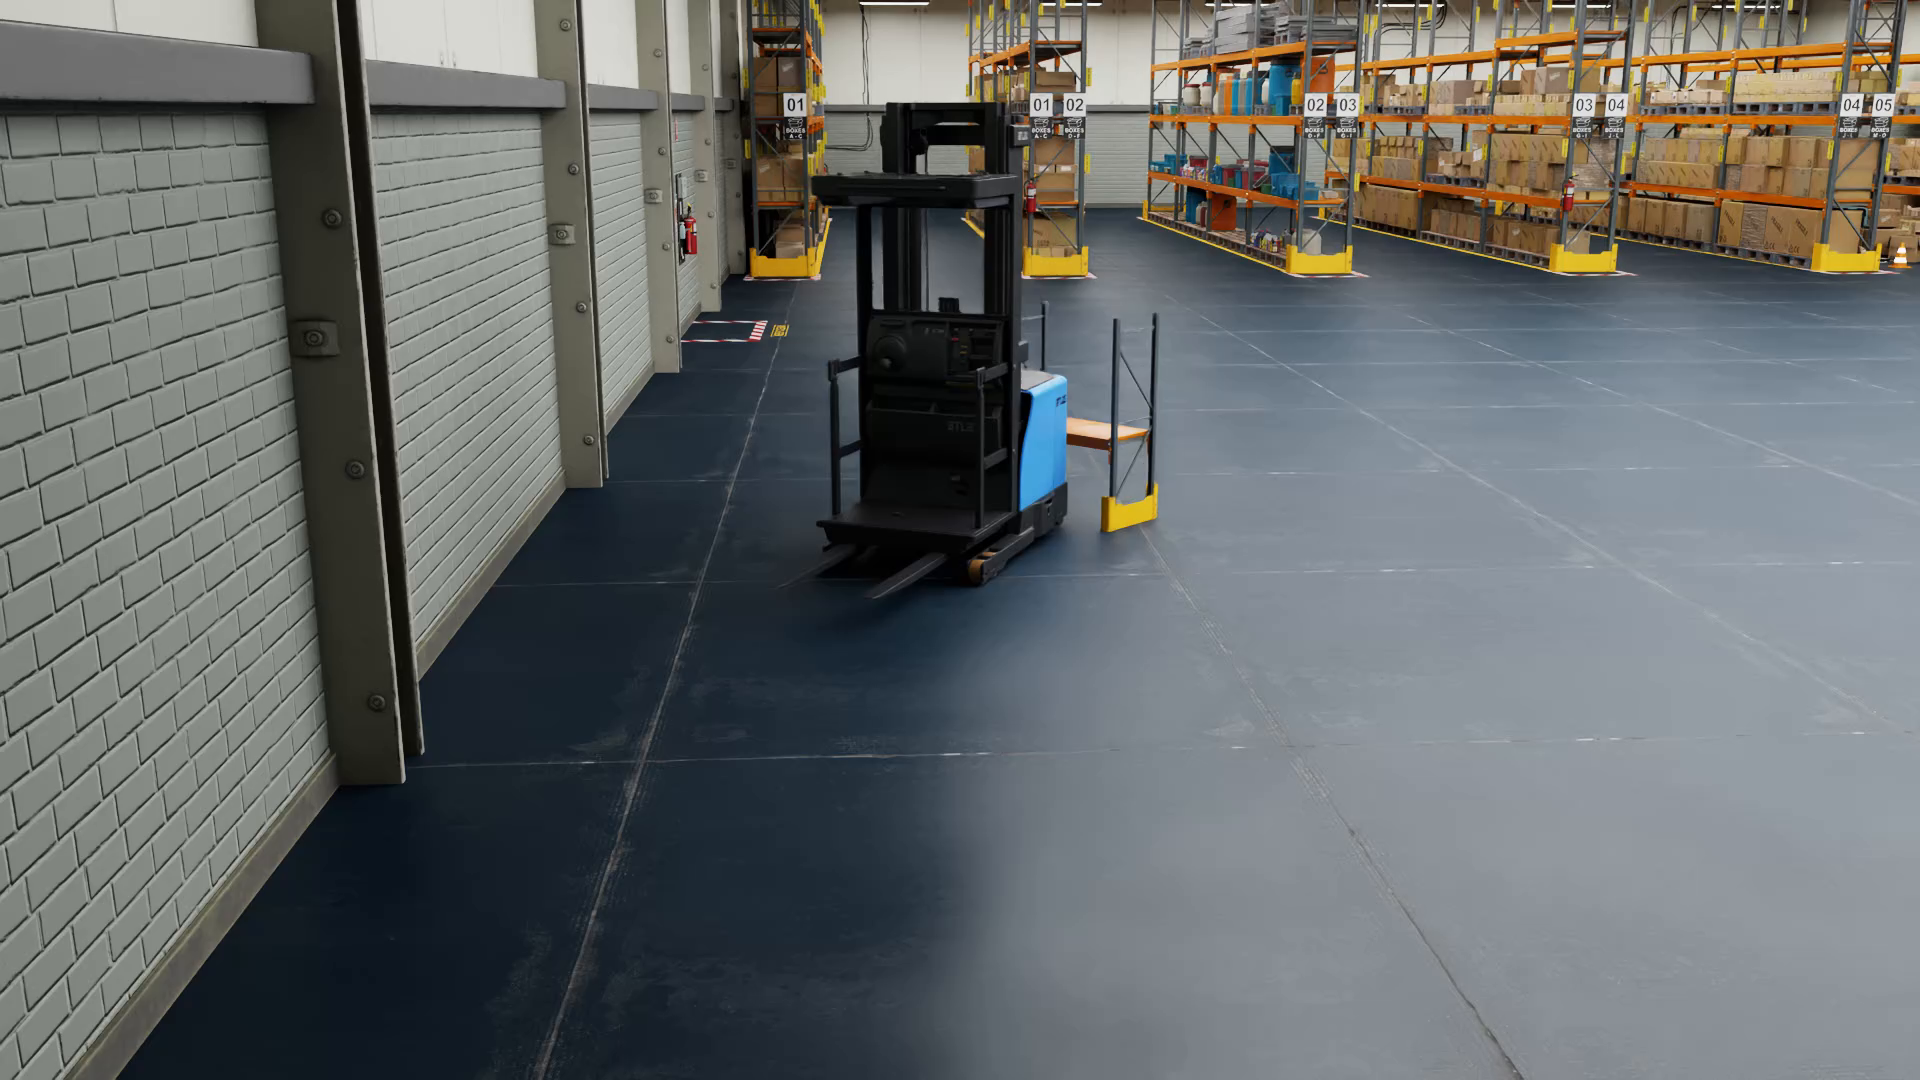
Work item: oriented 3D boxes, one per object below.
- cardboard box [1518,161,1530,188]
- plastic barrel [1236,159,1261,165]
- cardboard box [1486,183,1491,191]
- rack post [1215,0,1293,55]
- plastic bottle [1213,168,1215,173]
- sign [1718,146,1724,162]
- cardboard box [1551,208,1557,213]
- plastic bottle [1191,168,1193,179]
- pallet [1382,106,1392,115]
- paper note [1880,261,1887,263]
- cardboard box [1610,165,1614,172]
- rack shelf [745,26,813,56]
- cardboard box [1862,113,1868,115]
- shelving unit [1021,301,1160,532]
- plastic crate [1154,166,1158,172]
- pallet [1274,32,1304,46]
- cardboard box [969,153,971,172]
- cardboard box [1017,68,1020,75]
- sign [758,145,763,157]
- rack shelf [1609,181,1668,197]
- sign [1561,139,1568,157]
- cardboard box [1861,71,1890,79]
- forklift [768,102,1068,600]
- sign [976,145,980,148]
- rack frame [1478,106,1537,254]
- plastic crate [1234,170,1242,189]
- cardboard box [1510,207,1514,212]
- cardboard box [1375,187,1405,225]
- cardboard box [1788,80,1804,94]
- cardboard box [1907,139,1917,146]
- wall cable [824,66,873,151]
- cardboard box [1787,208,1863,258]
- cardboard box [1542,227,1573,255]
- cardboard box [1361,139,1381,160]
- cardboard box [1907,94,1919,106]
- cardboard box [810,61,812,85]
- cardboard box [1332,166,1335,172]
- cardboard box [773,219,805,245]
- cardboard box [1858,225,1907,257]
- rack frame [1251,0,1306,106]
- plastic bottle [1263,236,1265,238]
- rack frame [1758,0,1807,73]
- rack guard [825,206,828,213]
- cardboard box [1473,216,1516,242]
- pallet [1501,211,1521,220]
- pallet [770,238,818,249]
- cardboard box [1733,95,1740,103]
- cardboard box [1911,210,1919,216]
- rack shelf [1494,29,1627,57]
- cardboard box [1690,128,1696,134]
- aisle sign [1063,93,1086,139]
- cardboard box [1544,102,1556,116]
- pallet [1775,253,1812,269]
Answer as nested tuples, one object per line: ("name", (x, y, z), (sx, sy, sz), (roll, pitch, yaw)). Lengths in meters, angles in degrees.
("cardboard box", (11.458, -7.163, 32.547), (0.875, 0.500, 0.500), (-1, 14, -3))
("plastic barrel", (6.515, -8.329, 37.606), (0.600, 0.536, 0.708), (-1, 14, -3))
("cardboard box", (11.088, -7.276, 34.289), (0.380, 0.149, 0.250), (-1, 14, -3))
("rack post", (6.224, -10.870, 35.313), (1.013, 1.000, 3.121), (-1, 14, -3))
("plastic bottle", (6.222, -8.957, 40.578), (0.097, 0.271, 0.097), (0, 14, 0))
("sign", (15.791, -8.019, 34.508), (0.100, 0.325, 0.005), (-1, 14, -3))
("cardboard box", (15.499, -8.537, 42.968), (0.380, 0.149, 0.250), (-1, 14, -2))
("plastic bottle", (5.636, -8.868, 40.232), (0.097, 0.271, 0.097), (0, 14, 0))
("pallet", (10.985, -10.578, 40.984), (0.805, 0.209, 1.217), (-1, 15, -6))
("paper note", (18.179, -5.479, 32.765), (0.144, 0.017, 0.142), (4, 15, 16))
("cardboard box", (15.581, -8.761, 39.219), (0.380, 0.149, 0.250), (-1, 14, -4))
("rack shelf", (-3.333, -9.284, 31.002), (1.077, 0.370, 4.000), (-1, 14, -3))
("cardboard box", (20.884, -9.847, 38.027), (0.396, 0.266, 0.258), (-1, 14, -3))
("shelving unit", (0.852, -0.927, 12.117), (1.083, 1.500, 0.587), (13, 19, 41))
("plastic crate", (5.354, -9.949, 44.582), (0.250, 0.136, 0.298), (-1, 14, -3))
("pallet", (6.589, -9.491, 31.535), (1.003, 0.211, 1.213), (-1, 14, -3))
("cardboard box", (0.508, -10.222, 45.035), (0.500, 0.500, 0.500), (-1, 14, -2))
("cardboard box", (1.430, -9.546, 34.540), (0.500, 0.500, 0.500), (1, 14, 2))
("sign", (-4.010, -7.778, 33.411), (0.100, 0.325, 0.005), (-1, 14, -3))
("rack shelf", (15.960, -8.651, 40.573), (1.077, 0.370, 4.000), (-1, 14, -3))
("sign", (11.068, -7.171, 30.420), (0.100, 0.325, 0.005), (-1, 14, -3))
("cardboard box", (16.876, -8.569, 30.653), (0.380, 0.149, 0.250), (-1, 14, -3))
("forklift", (-0.242, -1.254, 10.518), (1.130, 2.935, 3.031), (6, 15, 21))
("sign", (0.451, -9.702, 41.478), (0.100, 0.325, 0.005), (-1, 14, -3))
("rack frame", (11.375, -7.456, 34.484), (1.000, 3.000, 0.127), (-1, 14, -3))
("plastic crate", (6.053, -7.641, 35.236), (0.392, 0.384, 0.575), (-1, 14, -3))
("cardboard box", (15.399, -9.115, 45.812), (0.380, 0.149, 0.250), (-1, 14, -4))
("cardboard box", (10.995, -8.239, 40.948), (1.225, 0.875, 0.875), (-1, 14, -5))
("cardboard box", (16.210, -8.655, 31.786), (0.500, 0.250, 0.500), (-1, 14, -4))
("cardboard box", (20.916, -8.669, 36.258), (0.380, 0.149, 0.250), (-2, 15, -6))
("wall cable", (-4.194, -13.024, 50.319), (3.097, 2.526, 0.112), (-1, 14, -3))
("cardboard box", (16.472, -5.854, 31.682), (0.875, 0.875, 0.875), (-1, 14, -3))
("cardboard box", (11.530, -5.757, 32.057), (0.500, 0.500, 0.500), (3, 15, 11))
("cardboard box", (10.584, -9.990, 42.533), (0.500, 0.500, 0.500), (0, 14, -2))
("cardboard box", (21.028, -9.588, 36.209), (0.500, 0.250, 0.500), (-1, 14, -3))
("cardboard box", (-3.068, -8.835, 31.578), (0.500, 0.500, 0.500), (-1, 14, -5))
("cardboard box", (10.358, -10.098, 45.256), (0.380, 0.149, 0.250), (-1, 14, -5))
("cardboard box", (-3.519, -6.412, 34.560), (0.700, 0.500, 0.500), (0, 14, -2))
("cardboard box", (18.812, -6.101, 33.956), (0.797, 0.637, 0.503), (-1, 14, -3))
("rack frame", (6.432, -10.285, 33.439), (1.000, 3.000, 0.127), (-1, 14, -3))
("plastic bottle", (6.126, -5.981, 33.345), (0.097, 0.271, 0.097), (0, 14, 0))
("rack frame", (20.770, -12.504, 42.064), (1.000, 3.000, 0.127), (-1, 14, -3))
("rack guard", (-4.201, -9.006, 45.526), (1.175, 0.500, 0.348), (-1, 14, -3))
("cardboard box", (11.358, -6.611, 35.335), (0.700, 0.500, 0.500), (-2, 15, -8))
("pallet", (15.608, -8.920, 45.770), (1.003, 0.211, 1.213), (-1, 14, -3))
("pallet", (-3.585, -6.374, 35.874), (1.003, 0.211, 1.213), (-1, 14, -3))
("cardboard box", (16.015, -8.994, 33.905), (0.380, 0.149, 0.250), (-1, 14, -4))
("cardboard box", (25.397, -8.633, 43.937), (0.380, 0.149, 0.250), (-1, 14, -5))
("rack shelf", (11.499, -9.514, 31.893), (1.077, 0.370, 4.000), (-1, 14, -3))
("cardboard box", (20.257, -11.217, 45.593), (0.380, 0.149, 0.250), (0, 14, -2))
("aisle sign", (2.045, -7.556, 29.658), (0.394, 0.787, 0.004), (-1, 14, -3))
("cardboard box", (11.306, -8.081, 31.196), (0.500, 0.250, 0.500), (-1, 14, -3))
("pallet", (16.452, -5.360, 31.933), (1.003, 0.211, 1.213), (-1, 14, -3))
